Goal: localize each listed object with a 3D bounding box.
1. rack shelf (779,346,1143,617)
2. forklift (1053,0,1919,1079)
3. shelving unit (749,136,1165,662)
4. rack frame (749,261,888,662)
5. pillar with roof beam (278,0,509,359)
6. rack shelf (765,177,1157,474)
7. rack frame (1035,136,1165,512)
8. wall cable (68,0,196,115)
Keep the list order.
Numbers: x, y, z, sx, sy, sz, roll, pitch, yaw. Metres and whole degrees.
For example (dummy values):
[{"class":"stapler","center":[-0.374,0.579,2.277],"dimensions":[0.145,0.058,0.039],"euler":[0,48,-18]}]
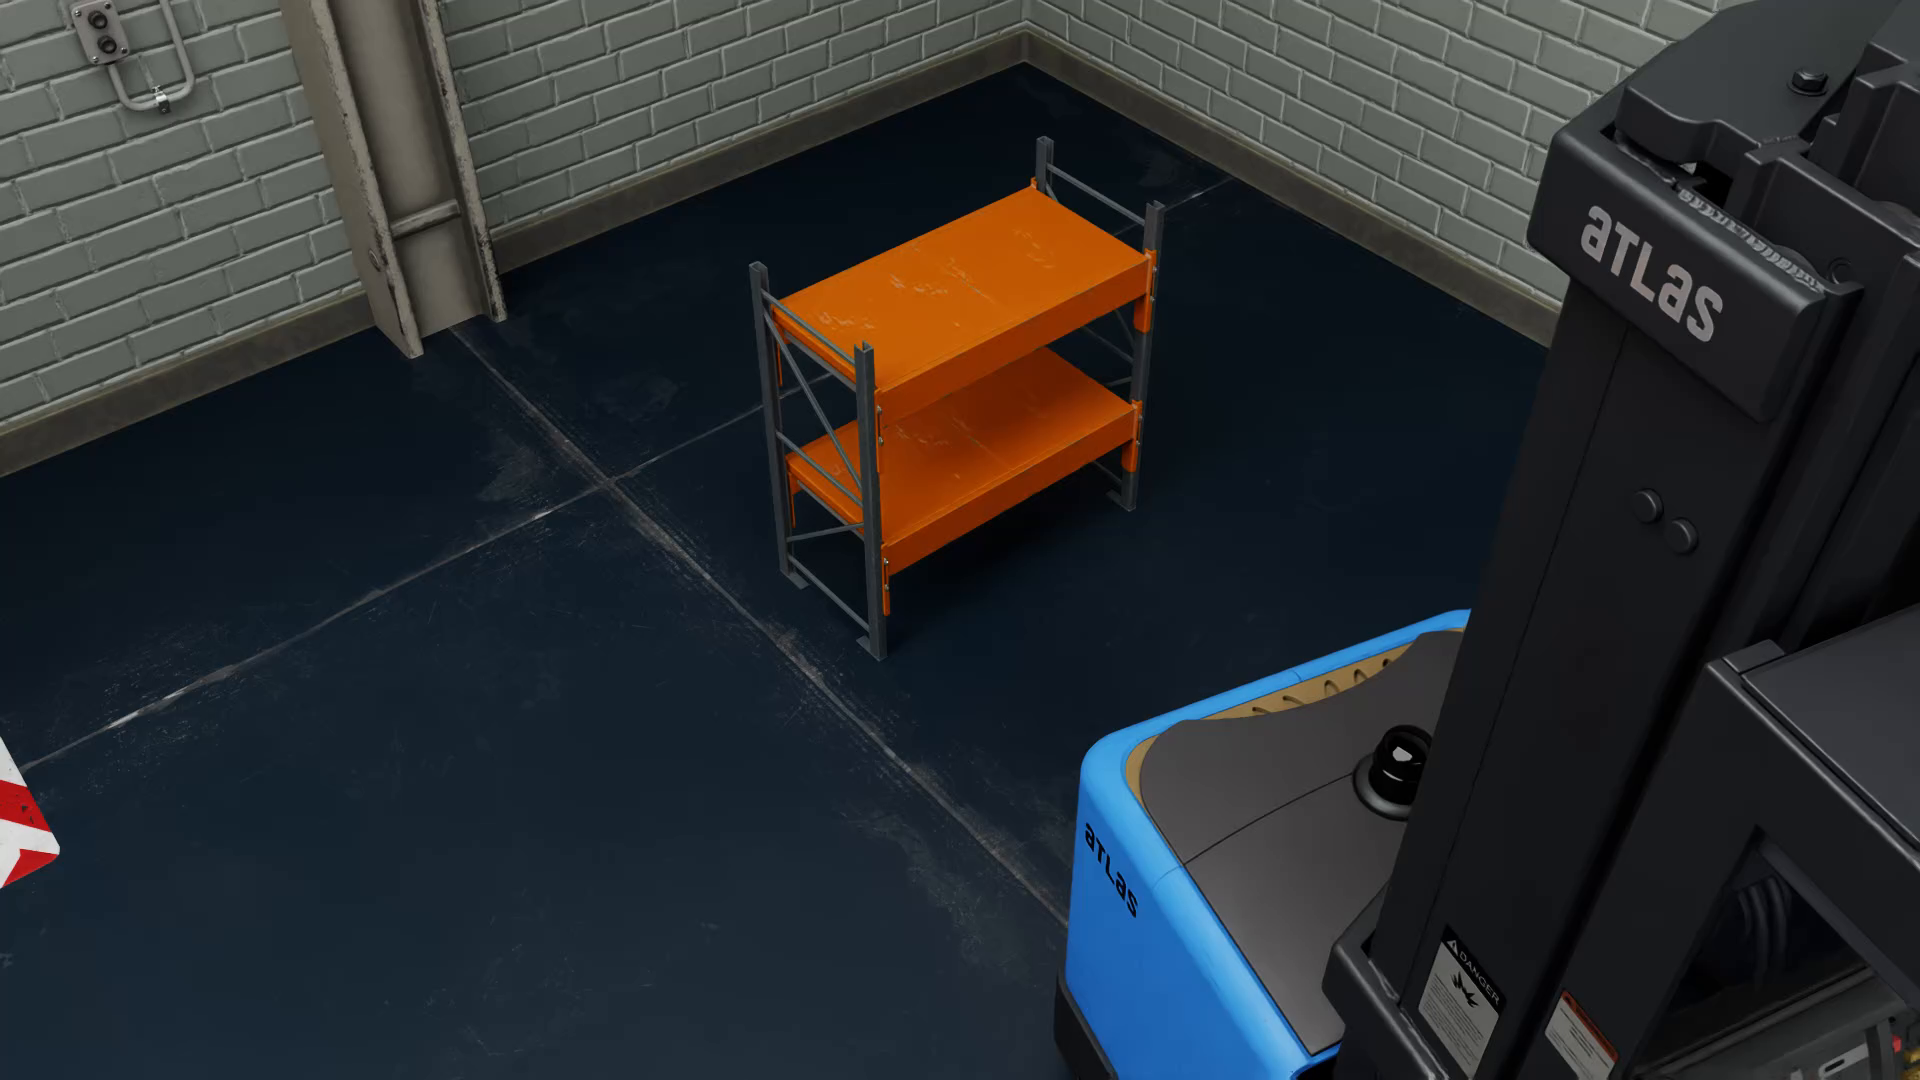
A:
[{"class":"rack shelf","center":[0.005,-0.235,5.035],"dimensions":[1.000,0.278,0.538],"euler":[-30,51,-28]},{"class":"forklift","center":[1.290,0.897,2.154],"dimensions":[1.130,2.935,3.031],"euler":[-17,46,-18]},{"class":"shelving unit","center":[0.005,-0.413,4.868],"dimensions":[1.048,1.125,0.538],"euler":[-30,51,-28]},{"class":"rack frame","center":[-0.385,-0.190,4.630],"dimensions":[0.032,1.125,0.500],"euler":[-30,51,-28]},{"class":"pillar with roof beam","center":[0.853,-1.832,0.628],"dimensions":[0.400,9.000,9.100],"euler":[-30,51,-28]},{"class":"rack shelf","center":[0.005,-0.626,4.668],"dimensions":[1.000,0.278,0.538],"euler":[-30,51,-28]},{"class":"rack frame","center":[0.395,-0.636,5.106],"dimensions":[0.032,1.125,0.500],"euler":[-30,51,-28]},{"class":"wall cable","center":[-3.050,-1.696,4.122],"dimensions":[1.851,1.984,0.084],"euler":[-30,51,-28]}]
